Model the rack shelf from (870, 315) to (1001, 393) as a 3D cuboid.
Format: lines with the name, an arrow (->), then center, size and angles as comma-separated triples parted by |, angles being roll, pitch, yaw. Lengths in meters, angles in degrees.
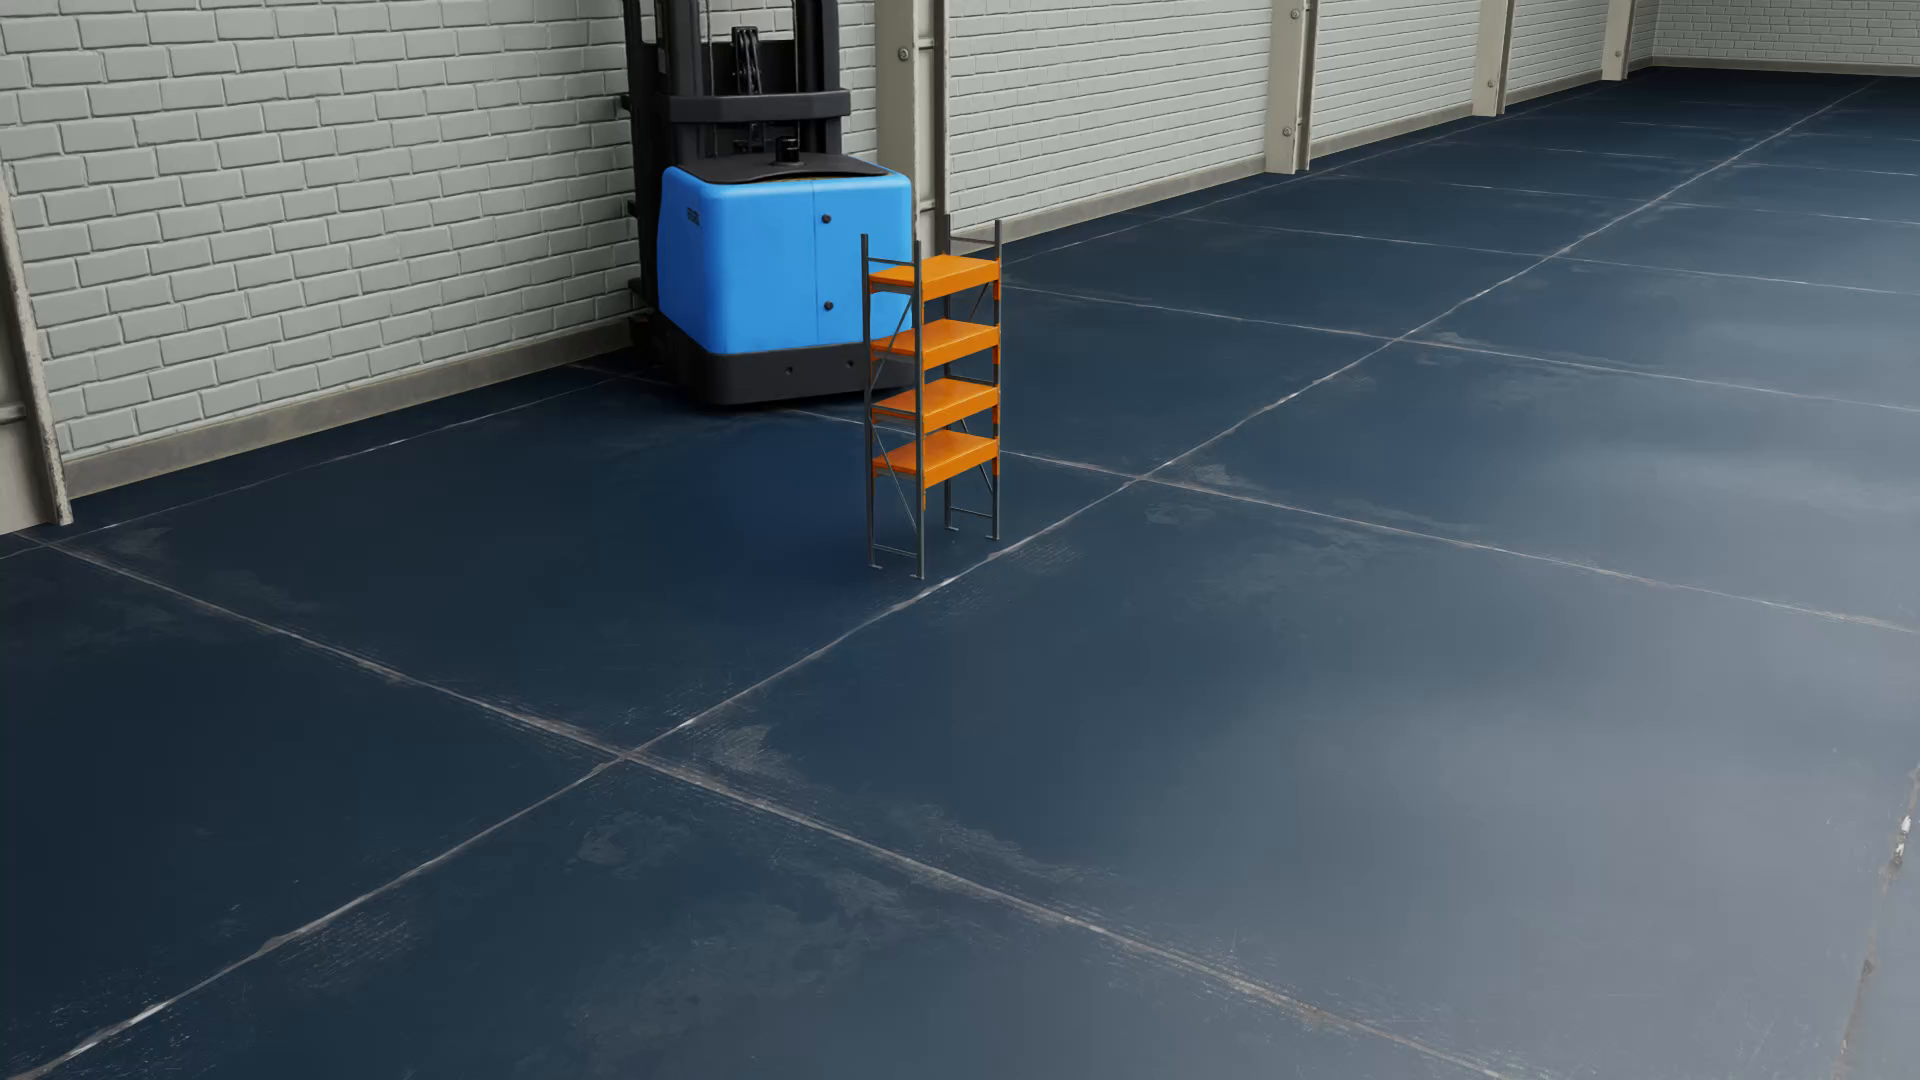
rack shelf -> -0.093, -0.662, 5.874 | 0.258, 0.148, 0.480 | 13, 24, 32

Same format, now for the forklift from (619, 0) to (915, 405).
forklift -> -1.254, -2.479, 8.743 | 1.130, 2.935, 3.031 | -8, 22, -21

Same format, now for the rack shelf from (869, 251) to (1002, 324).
rack shelf -> -0.093, -0.884, 5.792 | 0.258, 0.148, 0.480 | 13, 24, 32

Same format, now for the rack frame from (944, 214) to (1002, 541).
rack frame -> 0.044, -0.585, 6.118 | 0.240, 1.200, 0.015 | 13, 24, 32

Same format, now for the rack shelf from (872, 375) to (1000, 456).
rack shelf -> -0.093, -0.452, 5.952 | 0.258, 0.148, 0.480 | 13, 24, 32

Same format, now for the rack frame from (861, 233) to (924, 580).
rack frame -> -0.230, -0.445, 5.739 | 0.240, 1.200, 0.015 | 13, 24, 32

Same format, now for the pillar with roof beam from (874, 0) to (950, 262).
pillar with roof beam -> 3.258, -5.146, 7.205 | 9.100, 9.000, 0.400 | 13, 24, 32

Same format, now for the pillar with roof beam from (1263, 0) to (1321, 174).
pillar with roof beam -> 6.631, -6.867, 11.859 | 9.100, 9.000, 0.400 | 13, 24, 32

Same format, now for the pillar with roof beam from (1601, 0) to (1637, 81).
pillar with roof beam -> 13.377, -10.310, 21.167 | 9.100, 9.000, 0.400 | 13, 24, 32

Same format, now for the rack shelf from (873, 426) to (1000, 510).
rack shelf -> -0.093, -0.266, 6.021 | 0.258, 0.148, 0.480 | 13, 24, 32

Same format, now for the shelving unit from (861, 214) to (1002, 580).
shelving unit -> -0.093, -0.515, 5.928 | 0.258, 1.200, 0.503 | 13, 24, 32

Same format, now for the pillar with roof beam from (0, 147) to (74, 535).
pillar with roof beam -> -0.114, -3.424, 2.551 | 9.100, 9.000, 0.400 | 13, 24, 32

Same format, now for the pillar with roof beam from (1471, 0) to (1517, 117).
pillar with roof beam -> 10.004, -8.589, 16.513 | 9.100, 9.000, 0.400 | 13, 24, 32
